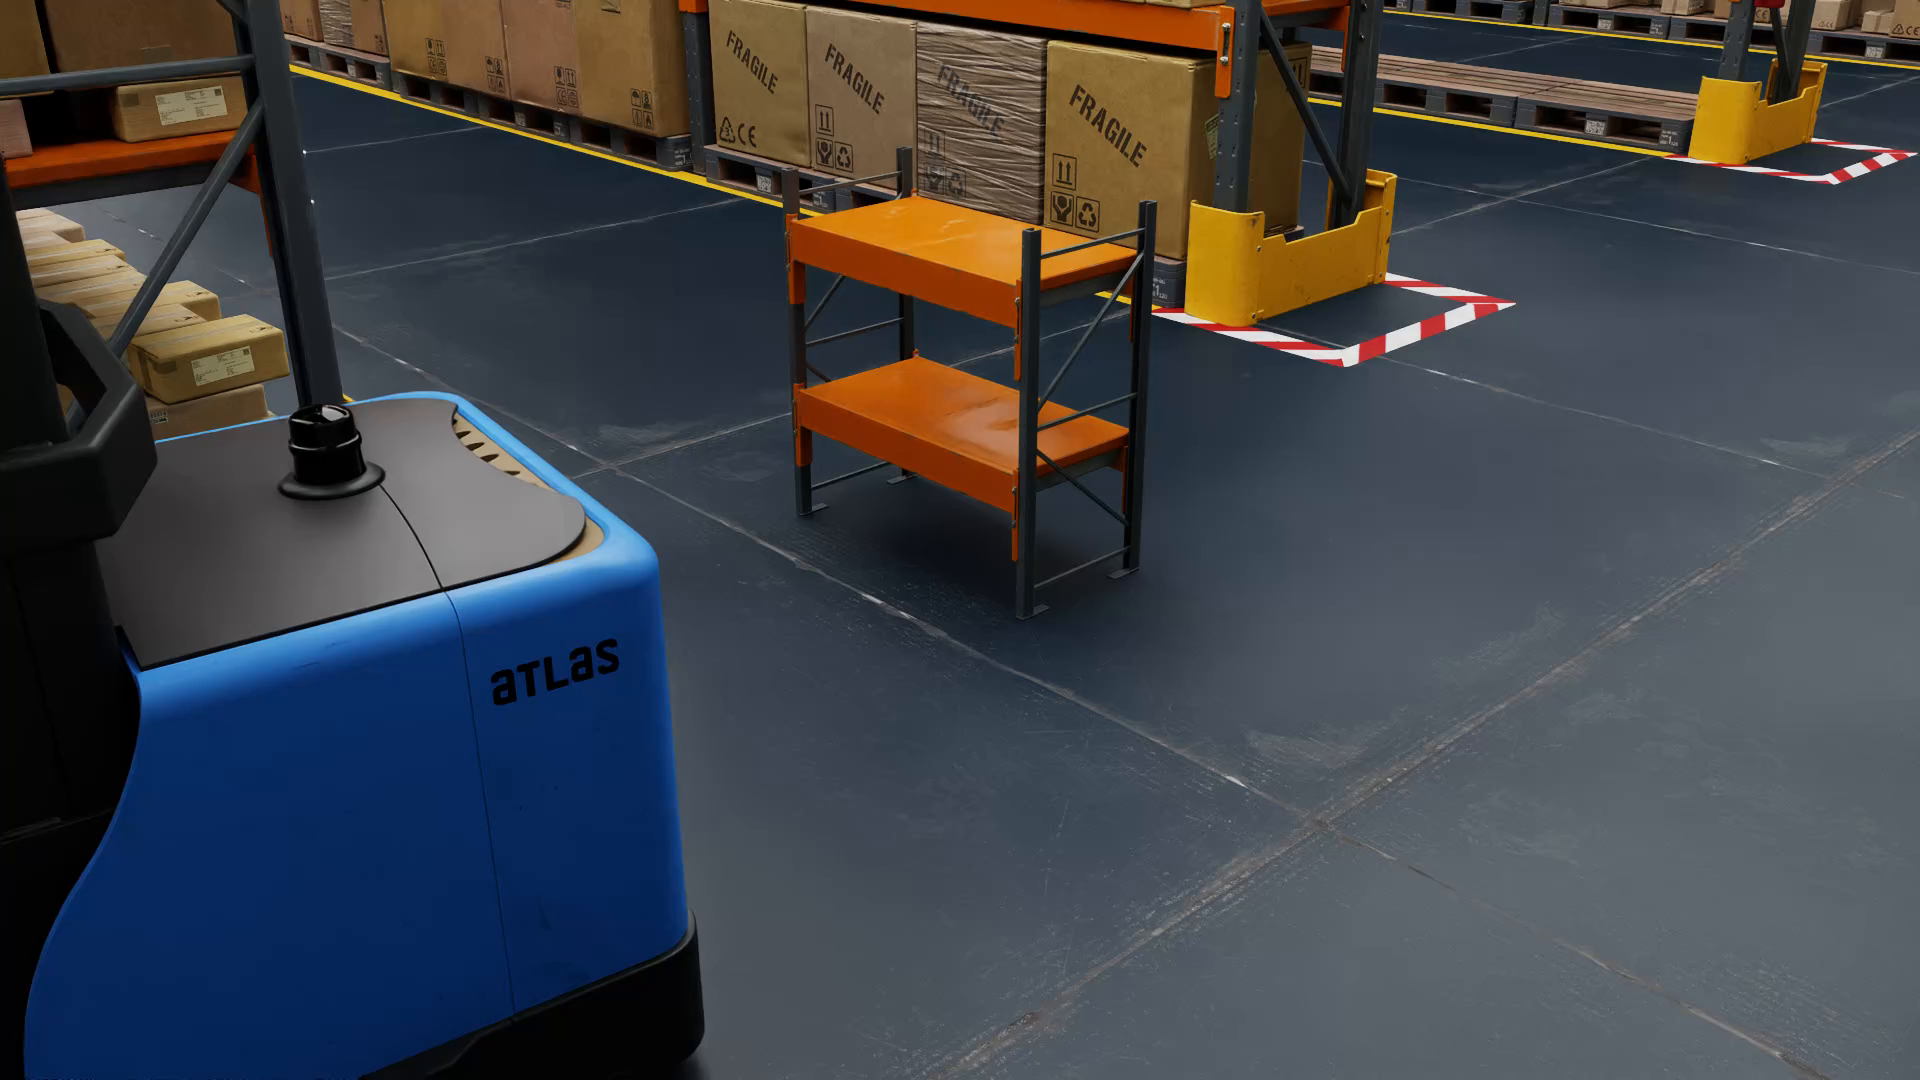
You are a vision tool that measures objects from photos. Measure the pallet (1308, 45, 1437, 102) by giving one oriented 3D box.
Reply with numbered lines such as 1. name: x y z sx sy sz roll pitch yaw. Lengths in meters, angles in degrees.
1. pallet: 2.924 -3.648 12.992 1.003 0.211 1.213 -21 32 -38

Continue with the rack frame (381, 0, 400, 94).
1. rack frame: -3.956 -4.935 12.454 1.000 3.000 0.127 -21 32 -38

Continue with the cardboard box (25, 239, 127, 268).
1. cardboard box: -3.202 -0.948 5.925 0.380 0.149 0.250 -21 32 -38

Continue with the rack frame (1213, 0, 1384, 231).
1. rack frame: 1.512 -2.511 7.141 1.000 3.000 0.127 -21 32 -38

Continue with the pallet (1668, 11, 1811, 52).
1. pallet: 7.318 -4.685 15.266 1.003 0.211 1.213 -21 32 -38

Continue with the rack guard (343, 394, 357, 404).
1. rack guard: -2.230 -0.021 4.693 1.175 0.500 0.348 -21 32 -38

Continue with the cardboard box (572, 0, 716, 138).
1. cardboard box: -1.674 -3.136 10.564 1.225 0.875 0.875 -21 32 -38

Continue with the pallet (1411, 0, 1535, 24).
1. pallet: 5.428 -5.499 17.050 1.003 0.211 1.213 -21 32 -38

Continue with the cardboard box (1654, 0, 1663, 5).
1. cardboard box: 6.908 -5.247 16.041 0.380 0.149 0.250 -21 32 -38

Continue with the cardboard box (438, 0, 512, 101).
1. cardboard box: -2.896 -3.672 11.739 1.225 0.875 0.875 -21 32 -38

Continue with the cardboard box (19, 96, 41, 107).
1. cardboard box: -2.786 -1.413 5.037 0.380 0.149 0.250 -19 31 -36

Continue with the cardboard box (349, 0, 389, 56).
1. cardboard box: -4.429 -4.195 13.314 0.500 0.500 0.700 22 32 39

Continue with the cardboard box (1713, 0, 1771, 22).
1. cardboard box: 7.300 -5.029 15.137 0.797 0.503 0.637 -21 32 -38

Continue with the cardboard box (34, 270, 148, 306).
1. cardboard box: -2.873 -0.768 5.532 0.250 0.149 0.380 22 32 39

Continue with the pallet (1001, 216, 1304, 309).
1. pallet: 0.908 -1.463 8.202 1.003 0.211 1.213 -21 32 -38

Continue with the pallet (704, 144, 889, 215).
1. pallet: -0.759 -2.202 9.822 1.003 0.211 1.213 -21 32 -38

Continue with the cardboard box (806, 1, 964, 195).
1. cardboard box: -0.214 -2.452 9.065 0.875 0.875 0.875 -21 32 -38

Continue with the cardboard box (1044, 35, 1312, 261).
1. cardboard box: 1.016 -1.907 7.870 0.875 0.875 0.875 -21 32 -38

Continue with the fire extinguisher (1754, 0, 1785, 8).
1. fire extinguisher: 4.899 -3.537 9.931 0.296 0.674 0.183 -21 32 -38

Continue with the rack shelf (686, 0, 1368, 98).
1. rack shelf: 0.145 -2.790 8.618 1.077 0.370 4.000 -21 32 -38

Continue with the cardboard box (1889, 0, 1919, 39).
1. cardboard box: 8.194 -4.478 13.934 0.500 0.500 0.500 -21 32 -38

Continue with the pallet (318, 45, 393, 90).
1. pallet: -4.489 -3.903 13.552 1.003 0.211 1.213 -21 32 -38

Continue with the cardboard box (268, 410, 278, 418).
1. cardboard box: -2.302 -0.278 5.175 0.380 0.149 0.250 -20 32 -37

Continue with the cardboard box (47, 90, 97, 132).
1. cardboard box: -2.364 -1.277 4.738 0.380 0.149 0.250 -20 31 -37

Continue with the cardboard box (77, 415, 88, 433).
1. cardboard box: -2.716 -0.408 5.459 0.380 0.149 0.250 -21 32 -38

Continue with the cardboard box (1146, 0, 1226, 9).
1. cardboard box: 1.028 -2.411 7.225 0.380 0.149 0.250 -20 32 -38

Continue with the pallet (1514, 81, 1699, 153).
1. pallet: 4.592 -2.909 11.371 1.003 0.211 1.213 -21 32 -38

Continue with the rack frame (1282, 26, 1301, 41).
1. rack frame: 2.393 -5.128 12.877 1.000 3.000 0.127 -21 32 -38

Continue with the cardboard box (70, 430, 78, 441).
1. cardboard box: -2.747 -0.243 4.739 0.380 0.149 0.250 -22 33 -40

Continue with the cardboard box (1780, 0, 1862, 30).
1. cardboard box: 7.567 -4.661 14.635 0.500 0.250 0.500 -21 32 -38

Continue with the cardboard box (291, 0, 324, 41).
1. cardboard box: -5.210 -4.529 14.046 0.700 0.500 0.500 -18 30 -34

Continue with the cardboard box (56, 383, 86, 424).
1. cardboard box: -2.725 -0.388 4.699 0.380 0.149 0.250 -21 32 -38

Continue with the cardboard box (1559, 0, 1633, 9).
1. cardboard box: 6.141 -5.321 16.008 0.500 0.311 0.500 -21 32 -38

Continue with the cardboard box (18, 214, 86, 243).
1. cardboard box: -3.533 -1.103 6.266 0.250 0.149 0.380 22 33 40

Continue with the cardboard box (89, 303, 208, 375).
1. cardboard box: -2.564 -0.604 5.172 0.380 0.149 0.250 -21 32 -38

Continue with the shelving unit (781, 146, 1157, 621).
1. shelving unit: 0.005 -0.510 5.012 0.538 1.125 1.048 -21 32 -38

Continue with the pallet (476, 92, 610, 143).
1. pallet: -2.643 -3.037 11.652 1.003 0.211 1.213 -21 32 -38

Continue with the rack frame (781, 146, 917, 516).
1. rack frame: -0.343 -0.664 5.350 0.500 1.125 0.032 -21 32 -38

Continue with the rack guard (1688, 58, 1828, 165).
1. rack guard: 5.153 -2.775 10.732 1.175 0.500 0.348 -21 32 -38

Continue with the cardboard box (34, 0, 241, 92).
1. cardboard box: -2.283 -1.530 4.511 0.500 0.500 0.500 -19 31 -36

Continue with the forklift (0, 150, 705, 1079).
1. forklift: -1.970 -0.159 2.067 3.031 2.935 1.130 -16 29 -32

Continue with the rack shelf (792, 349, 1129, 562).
1. rack shelf: 0.005 -0.287 5.114 0.538 0.278 1.000 -21 32 -38

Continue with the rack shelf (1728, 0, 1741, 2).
1. rack shelf: 3.760 -4.195 11.698 1.077 0.370 4.000 -21 32 -38
